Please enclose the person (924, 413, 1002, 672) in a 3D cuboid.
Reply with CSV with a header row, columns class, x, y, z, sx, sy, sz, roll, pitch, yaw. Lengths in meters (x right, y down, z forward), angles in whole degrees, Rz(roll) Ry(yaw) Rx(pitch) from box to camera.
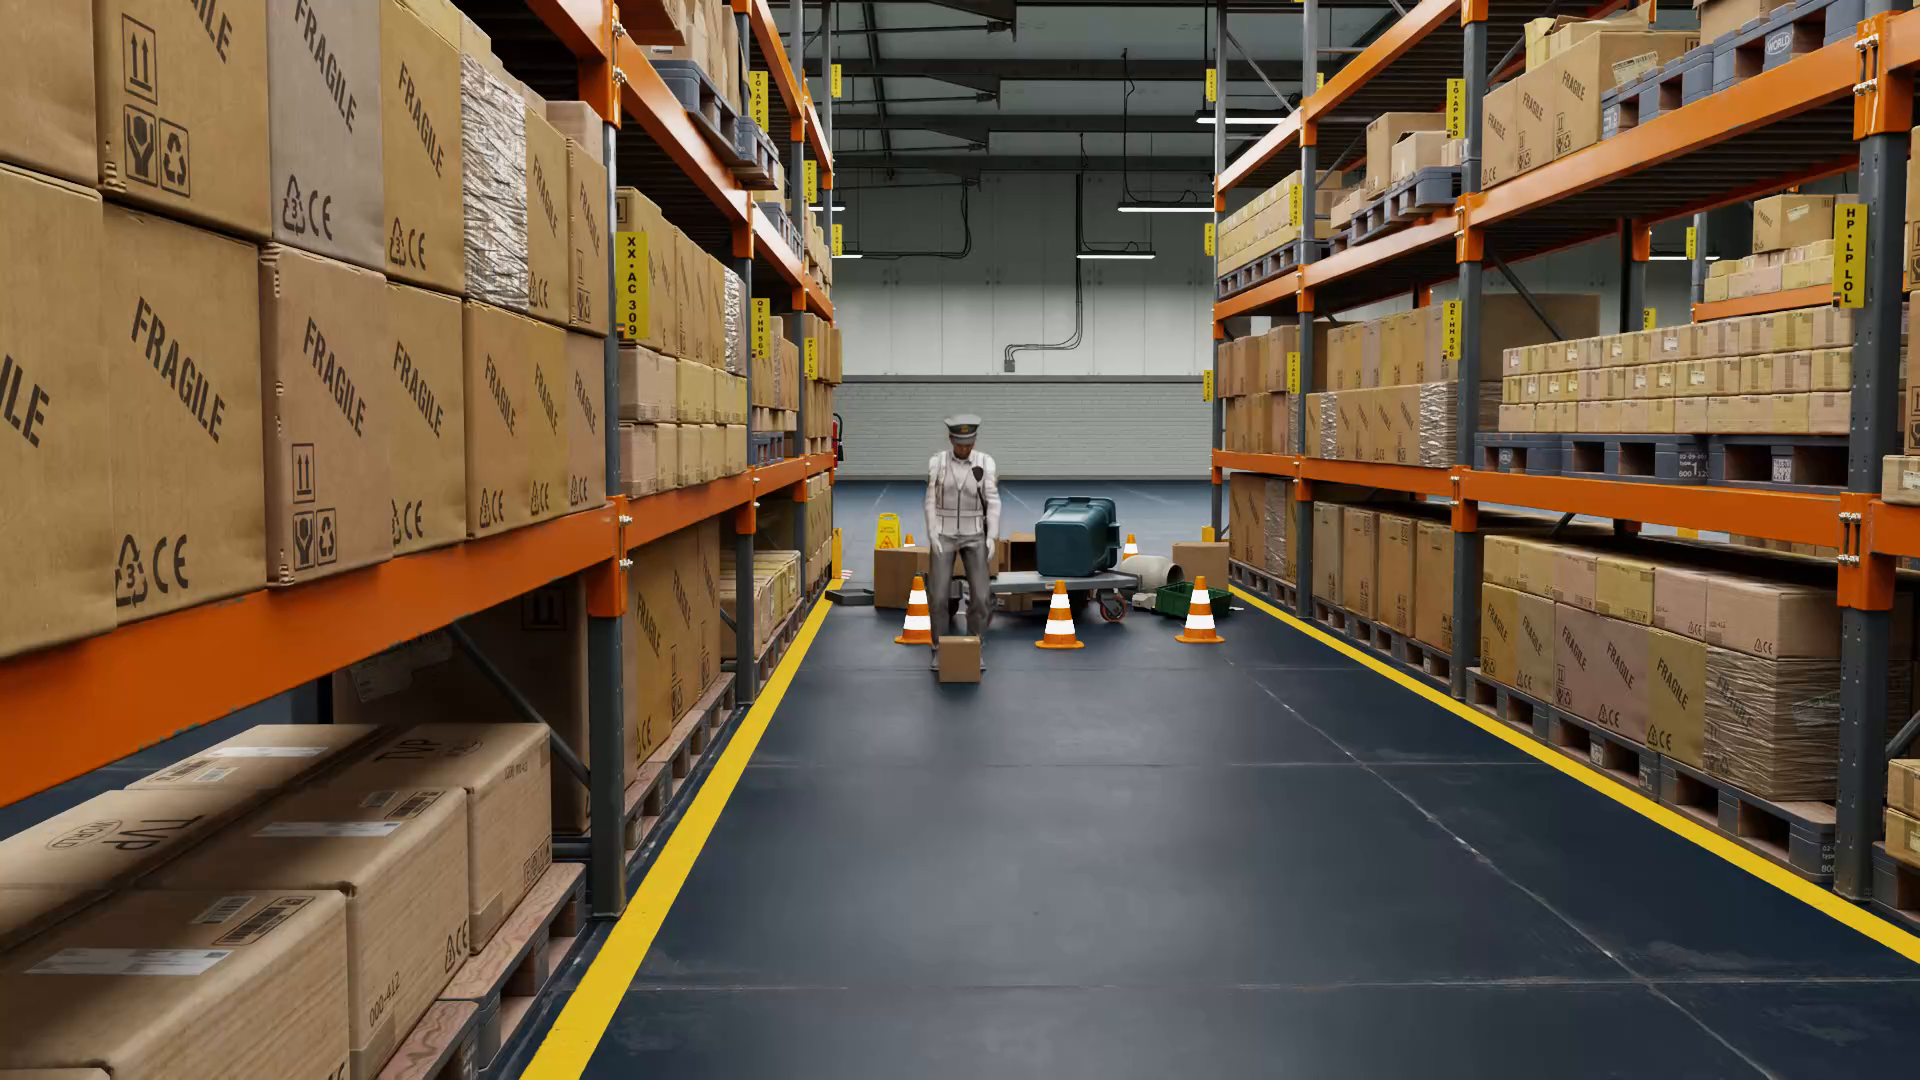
class,x,y,z,sx,sy,sz,roll,pitch,yaw
person,0.017,0.016,10.572,0.496,1.635,0.428,0,4,0
